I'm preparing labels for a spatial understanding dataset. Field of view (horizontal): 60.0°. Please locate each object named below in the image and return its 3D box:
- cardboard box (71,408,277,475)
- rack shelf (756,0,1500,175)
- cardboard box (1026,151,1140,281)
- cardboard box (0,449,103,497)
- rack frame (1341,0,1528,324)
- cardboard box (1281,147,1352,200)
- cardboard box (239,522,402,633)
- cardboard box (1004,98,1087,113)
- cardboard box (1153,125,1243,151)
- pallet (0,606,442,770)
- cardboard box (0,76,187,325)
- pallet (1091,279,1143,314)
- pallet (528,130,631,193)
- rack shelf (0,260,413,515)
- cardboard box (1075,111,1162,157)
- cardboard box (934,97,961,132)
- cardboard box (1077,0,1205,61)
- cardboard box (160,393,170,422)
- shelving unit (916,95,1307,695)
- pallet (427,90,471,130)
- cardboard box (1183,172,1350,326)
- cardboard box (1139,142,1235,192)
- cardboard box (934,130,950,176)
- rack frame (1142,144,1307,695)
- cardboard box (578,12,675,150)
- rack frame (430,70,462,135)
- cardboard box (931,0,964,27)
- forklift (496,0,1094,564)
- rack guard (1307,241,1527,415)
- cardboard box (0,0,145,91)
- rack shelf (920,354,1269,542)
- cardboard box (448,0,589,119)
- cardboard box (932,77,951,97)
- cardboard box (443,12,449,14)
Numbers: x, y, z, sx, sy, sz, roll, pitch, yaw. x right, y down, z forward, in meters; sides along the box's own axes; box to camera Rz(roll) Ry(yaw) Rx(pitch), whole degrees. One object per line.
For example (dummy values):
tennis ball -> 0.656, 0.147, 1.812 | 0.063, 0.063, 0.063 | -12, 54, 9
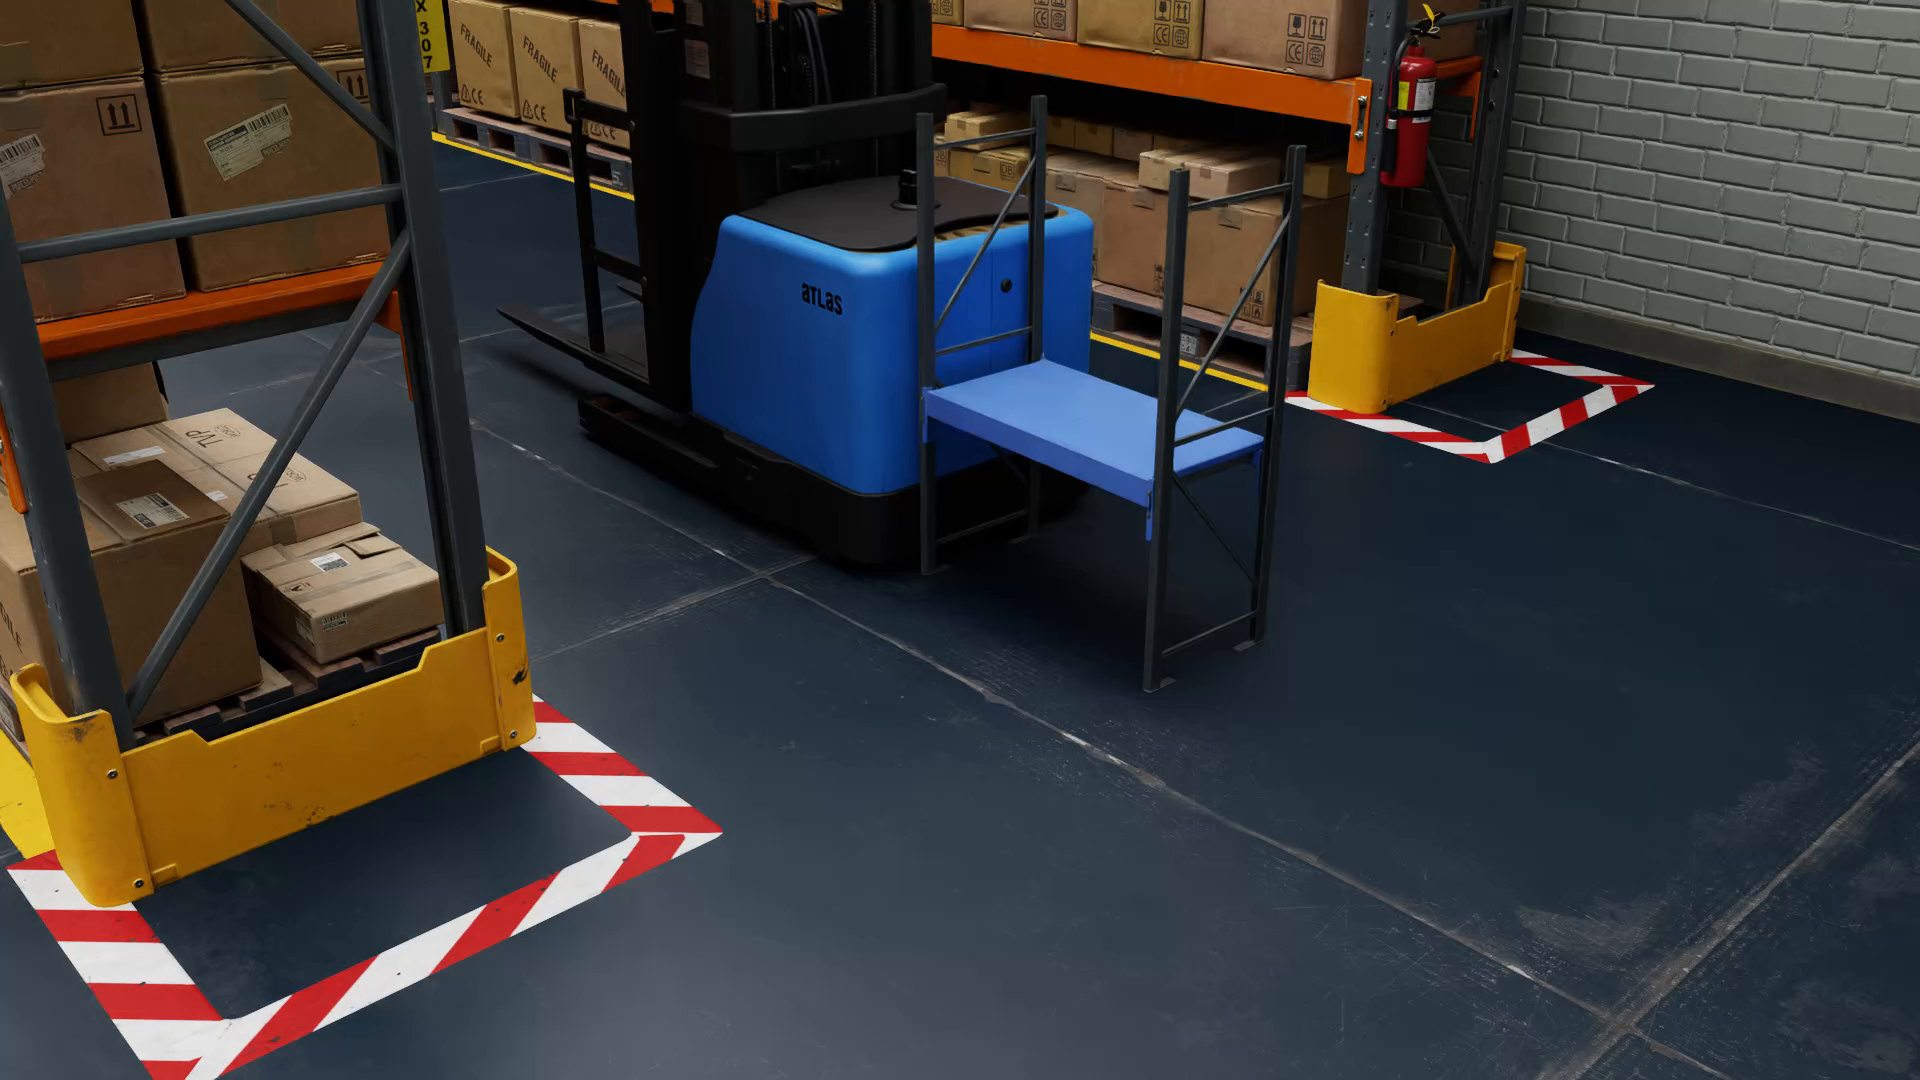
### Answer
cardboard box -> -2.480, -0.189, 5.333 | 0.500, 0.250, 0.500 | -21, 32, -38
rack shelf -> 0.615, -2.377, 8.213 | 1.077, 0.370, 4.000 | -21, 32, -38
cardboard box -> 0.744, -1.639, 8.235 | 0.500, 0.500, 0.700 | 23, 33, 40
cardboard box -> -2.811, -0.032, 4.989 | 0.500, 0.250, 0.500 | -21, 32, -38
rack frame -> 1.982, -2.098, 6.735 | 1.000, 3.000, 0.127 | -21, 32, -38
cardboard box -> 1.662, -1.650, 7.476 | 0.380, 0.149, 0.250 | -21, 32, -38
cardboard box -> -1.838, 0.097, 4.807 | 0.380, 0.166, 0.250 | -21, 32, -38
cardboard box -> 0.444, -2.188, 8.656 | 0.380, 0.149, 0.250 | -21, 32, -38
cardboard box -> 1.144, -1.879, 7.979 | 0.380, 0.149, 0.250 | -21, 32, -38
pallet -> -2.229, 0.313, 4.810 | 1.003, 0.211, 1.213 | -21, 32, -38
cardboard box -> -2.137, -0.796, 3.760 | 0.500, 0.500, 0.500 | -20, 31, -37
pallet -> 0.548, -1.419, 8.606 | 1.003, 0.211, 1.213 | -21, 32, -38
pallet -> -2.173, -2.623, 11.246 | 1.003, 0.211, 1.213 | -21, 32, -38
rack shelf -> -2.999, -0.970, 5.130 | 1.077, 0.370, 4.000 | -21, 32, -38
cardboard box -> 0.794, -2.033, 8.317 | 0.380, 0.149, 0.250 | -21, 32, -38
cardboard box -> -0.215, -2.248, 8.787 | 0.380, 0.149, 0.250 | -20, 31, -37
cardboard box -> 1.120, -2.604, 7.482 | 0.980, 0.700, 0.700 | -22, 32, -39
cardboard box -> -3.257, -0.561, 6.075 | 0.500, 0.311, 0.500 | -21, 32, -38
shelving unit -> 0.399, -0.470, 4.973 | 0.538, 1.500, 1.048 | -19, 31, -36
pallet -> -4.019, -3.490, 13.147 | 1.003, 0.211, 1.213 | -21, 32, -38
cardboard box -> 1.430, -1.336, 7.569 | 0.700, 0.500, 0.500 | -21, 32, -38
cardboard box -> 1.034, -1.695, 7.576 | 0.380, 0.149, 0.250 | -20, 31, -37
cardboard box -> 0.025, -1.955, 8.927 | 0.700, 0.500, 0.500 | -22, 32, -39
rack frame -> 0.727, -0.309, 4.619 | 0.500, 1.500, 0.032 | -19, 31, -36
cardboard box -> -1.901, -2.952, 10.690 | 0.750, 0.750, 0.750 | -20, 31, -37
rack frame -> -3.486, -4.522, 12.048 | 1.000, 3.000, 0.127 | -21, 32, -38
cardboard box -> 0.101, -3.055, 8.471 | 0.980, 0.700, 0.700 | -22, 33, -40
forklift -> -0.867, -1.793, 6.149 | 1.130, 2.935, 3.031 | -19, 31, -36
rack guard -> 1.998, -0.954, 7.238 | 1.175, 0.500, 0.348 | -21, 32, -38
cardboard box -> -2.137, -1.249, 3.549 | 0.500, 0.500, 0.500 | -22, 32, -39
rack shelf -> 0.399, -0.306, 5.047 | 0.538, 0.185, 1.000 | -19, 31, -36
cardboard box -> -3.079, -3.475, 11.837 | 0.750, 0.750, 0.750 | -22, 32, -39
cardboard box -> -0.270, -2.504, 9.348 | 0.380, 0.149, 0.250 | -21, 32, -39
cardboard box -> -4.284, -3.977, 13.336 | 0.700, 0.500, 0.500 | -21, 32, -39
